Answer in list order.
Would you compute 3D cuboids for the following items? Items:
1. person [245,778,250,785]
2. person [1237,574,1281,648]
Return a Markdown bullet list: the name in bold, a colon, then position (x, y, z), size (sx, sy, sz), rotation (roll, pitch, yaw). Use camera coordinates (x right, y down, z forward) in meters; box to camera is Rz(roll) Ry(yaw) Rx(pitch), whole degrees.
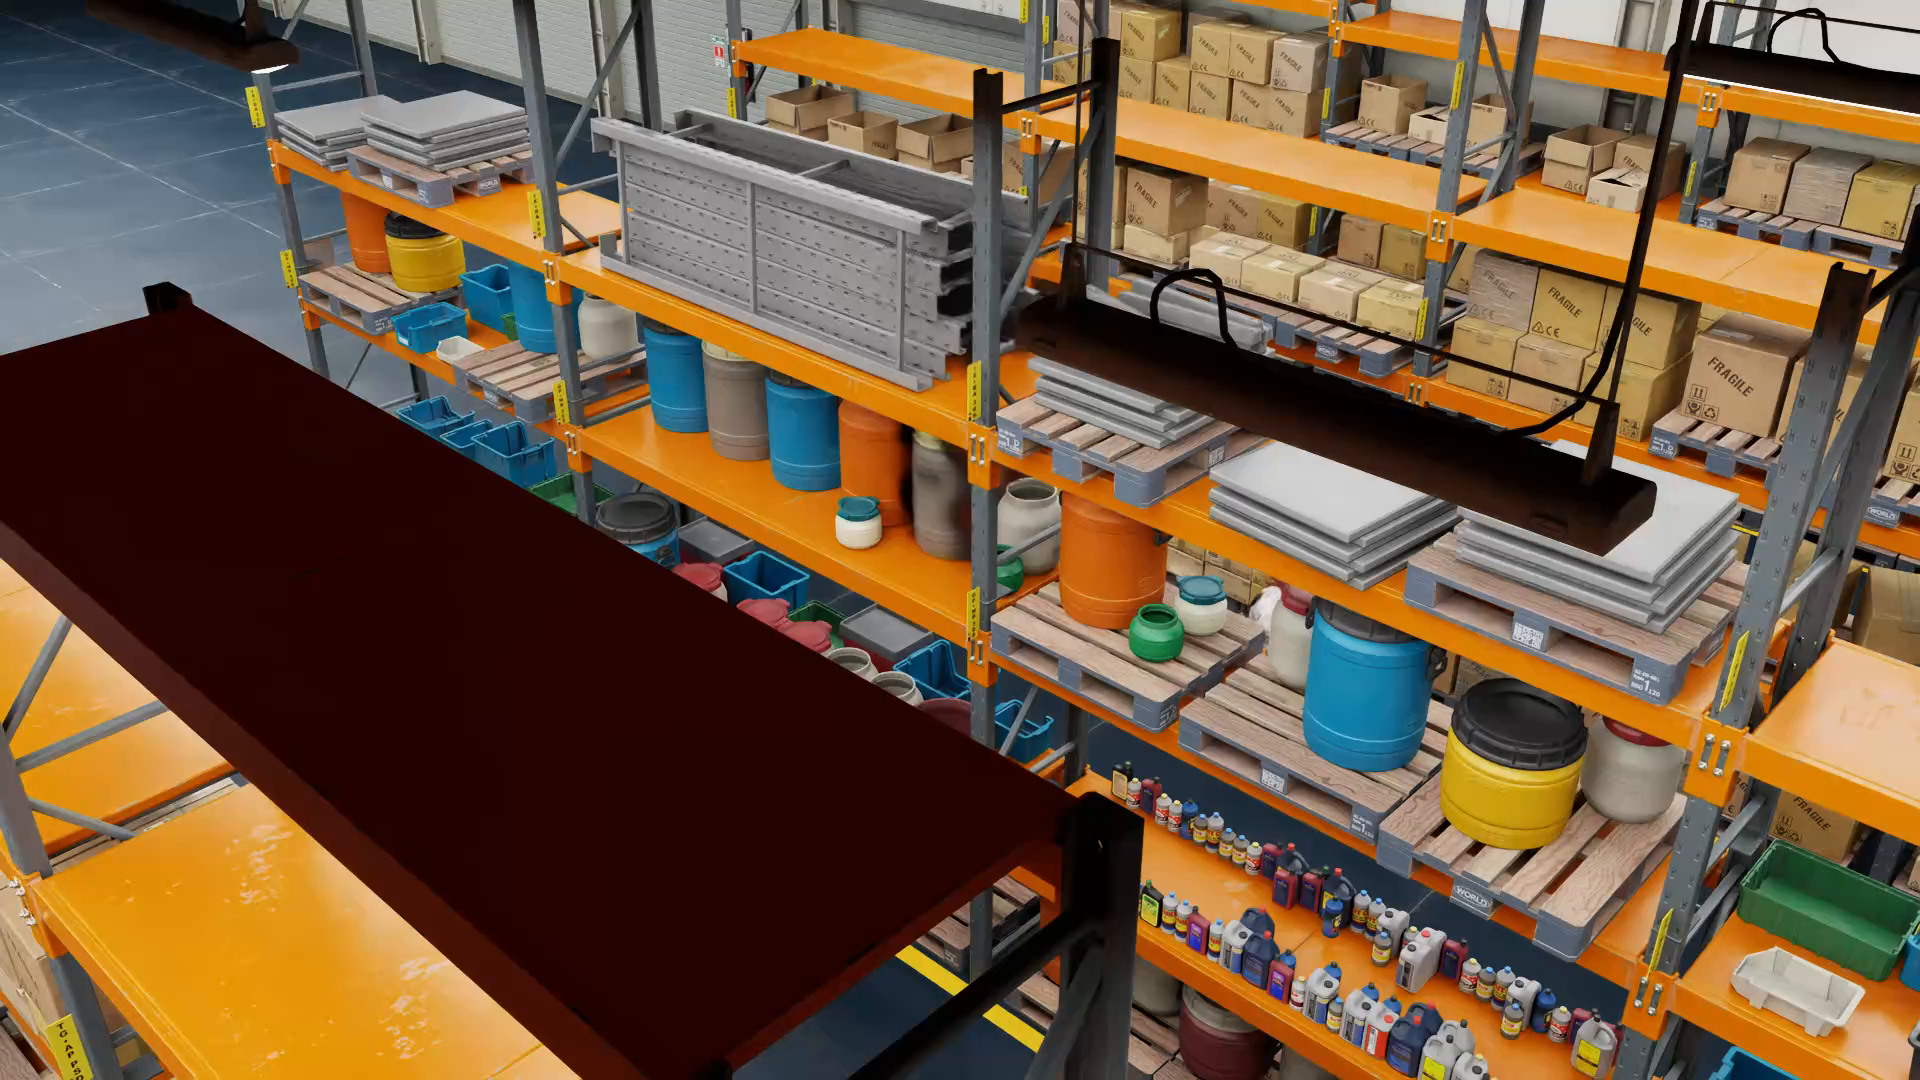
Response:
- **person**: position (-5.310, 1.245, 12.333), size (0.655, 1.734, 0.672), rotation (-3, 30, -6)
- **person**: position (2.461, 0.911, 12.902), size (0.824, 1.714, 0.623), rotation (23, 37, 35)
